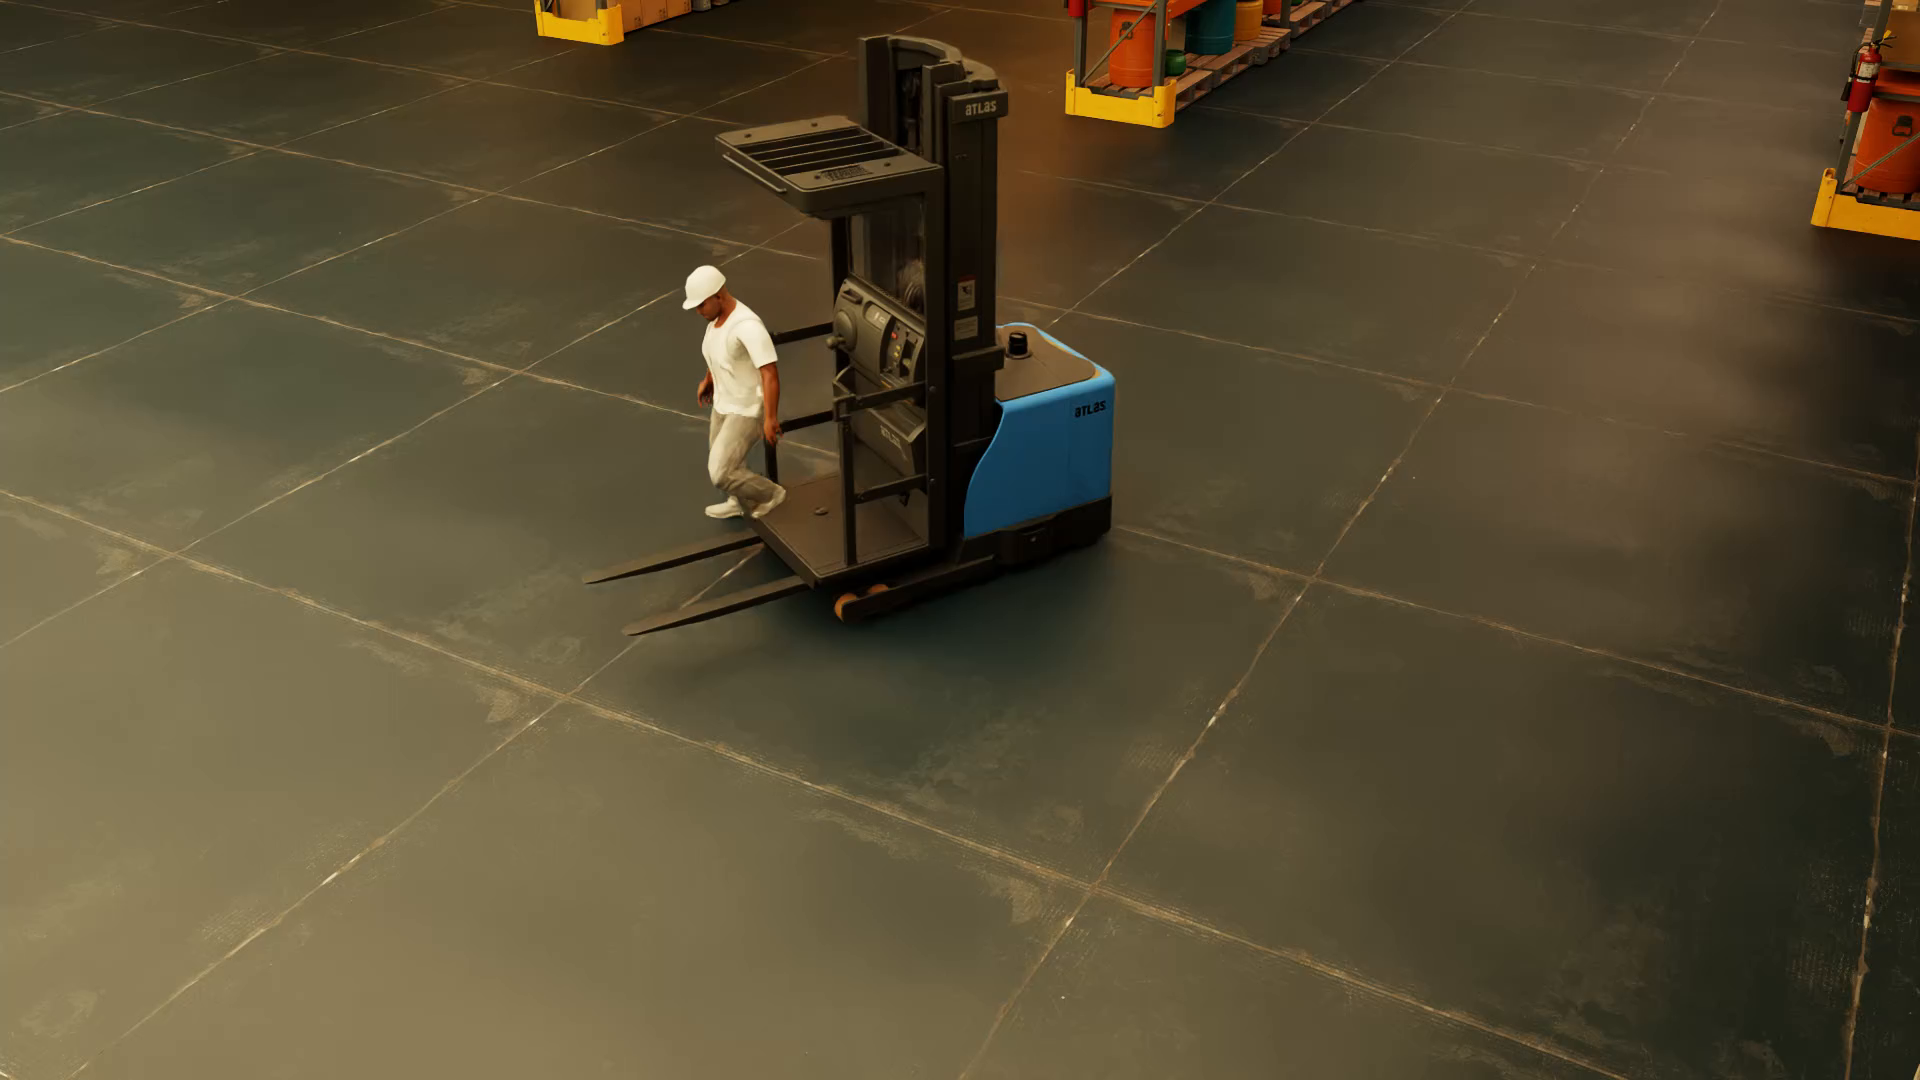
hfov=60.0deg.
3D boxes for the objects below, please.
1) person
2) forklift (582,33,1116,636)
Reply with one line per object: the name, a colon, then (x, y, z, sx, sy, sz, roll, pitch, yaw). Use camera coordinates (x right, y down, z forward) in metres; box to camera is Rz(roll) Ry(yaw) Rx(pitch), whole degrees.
person: (-1.344, -0.754, 9.612, 0.492, 1.713, 0.963, -15, 33, -25)
forklift: (-0.621, -1.109, 8.992, 3.031, 2.935, 1.130, -17, 34, -26)
